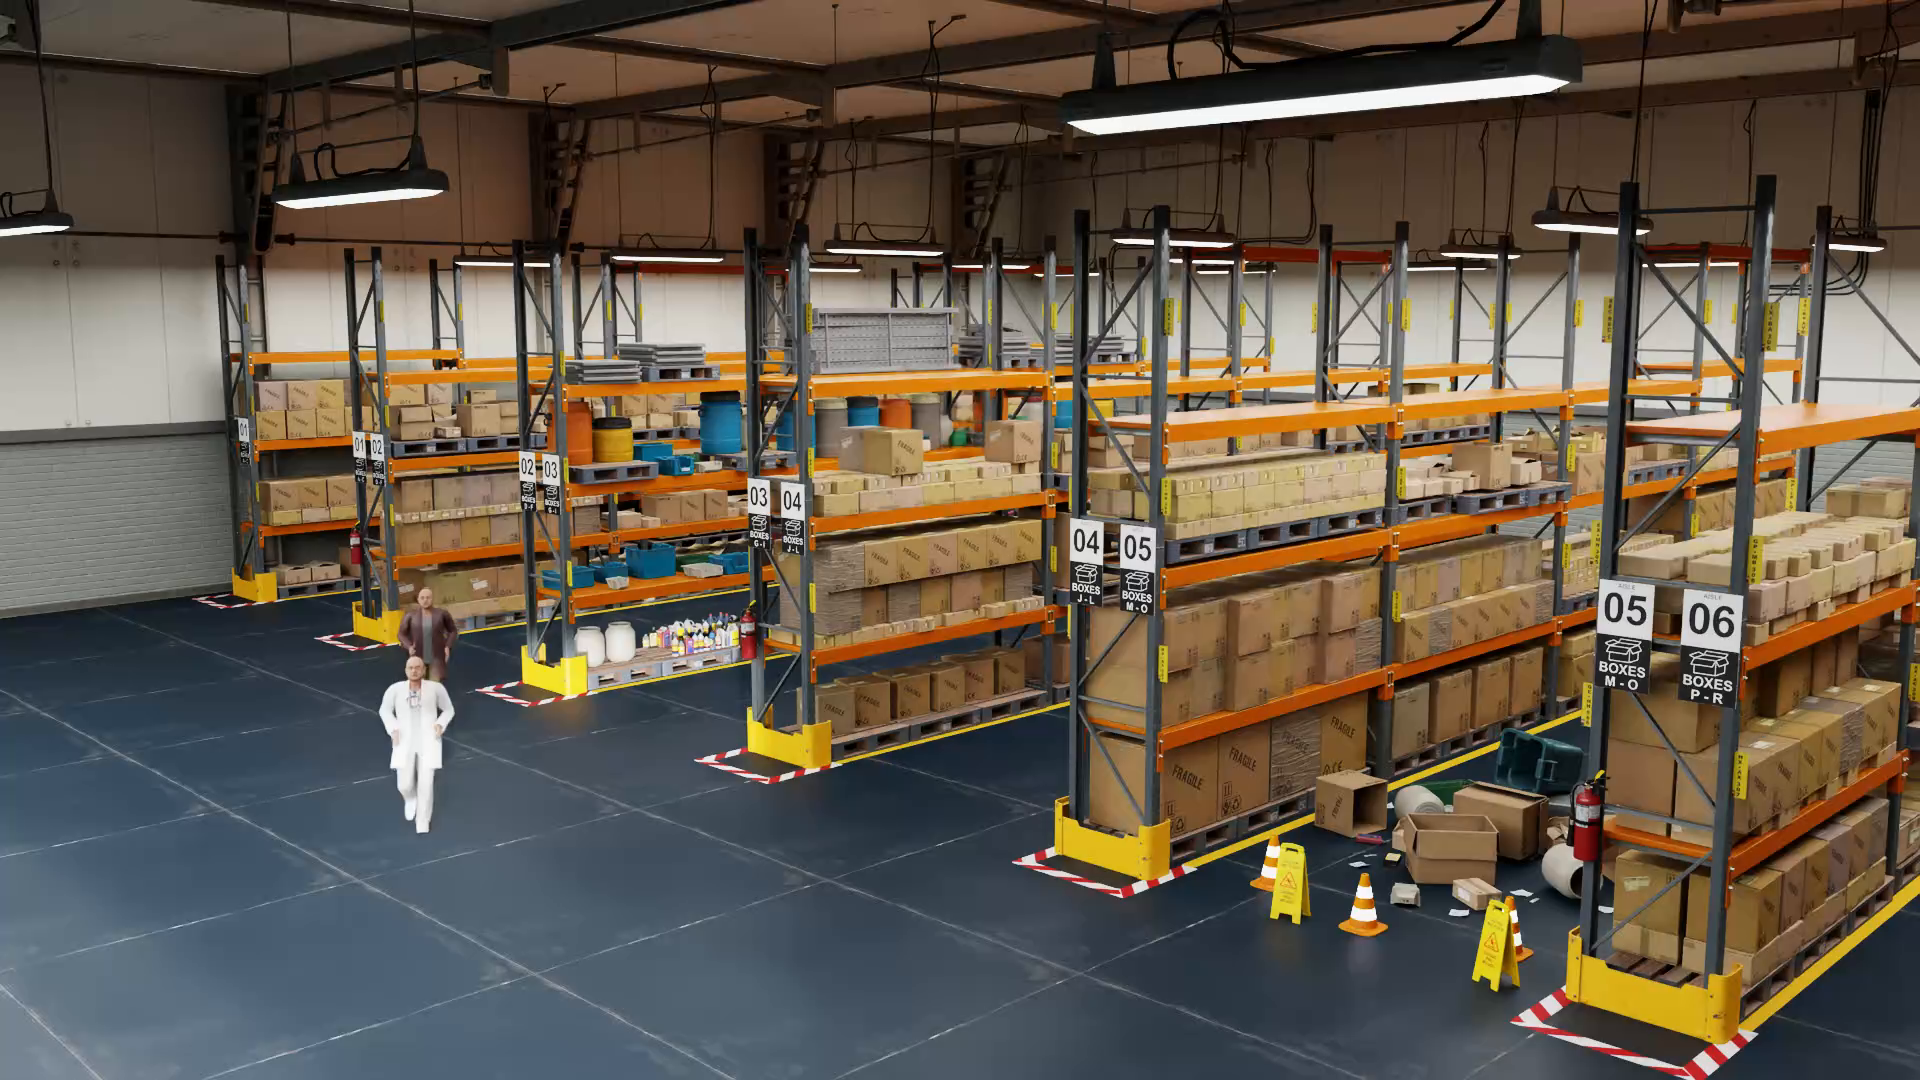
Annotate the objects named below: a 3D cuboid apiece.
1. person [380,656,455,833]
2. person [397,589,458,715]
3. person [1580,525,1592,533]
[{"bbox_3d":[-5.334,2.002,16.359,0.708,1.725,0.663,-2,8,-14],"label":"person"},{"bbox_3d":[-6.469,1.456,20.242,0.701,1.753,0.731,-2,8,-16],"label":"person"},{"bbox_3d":[9.896,0.597,26.368,0.937,1.695,0.621,-8,11,-44],"label":"person"}]
